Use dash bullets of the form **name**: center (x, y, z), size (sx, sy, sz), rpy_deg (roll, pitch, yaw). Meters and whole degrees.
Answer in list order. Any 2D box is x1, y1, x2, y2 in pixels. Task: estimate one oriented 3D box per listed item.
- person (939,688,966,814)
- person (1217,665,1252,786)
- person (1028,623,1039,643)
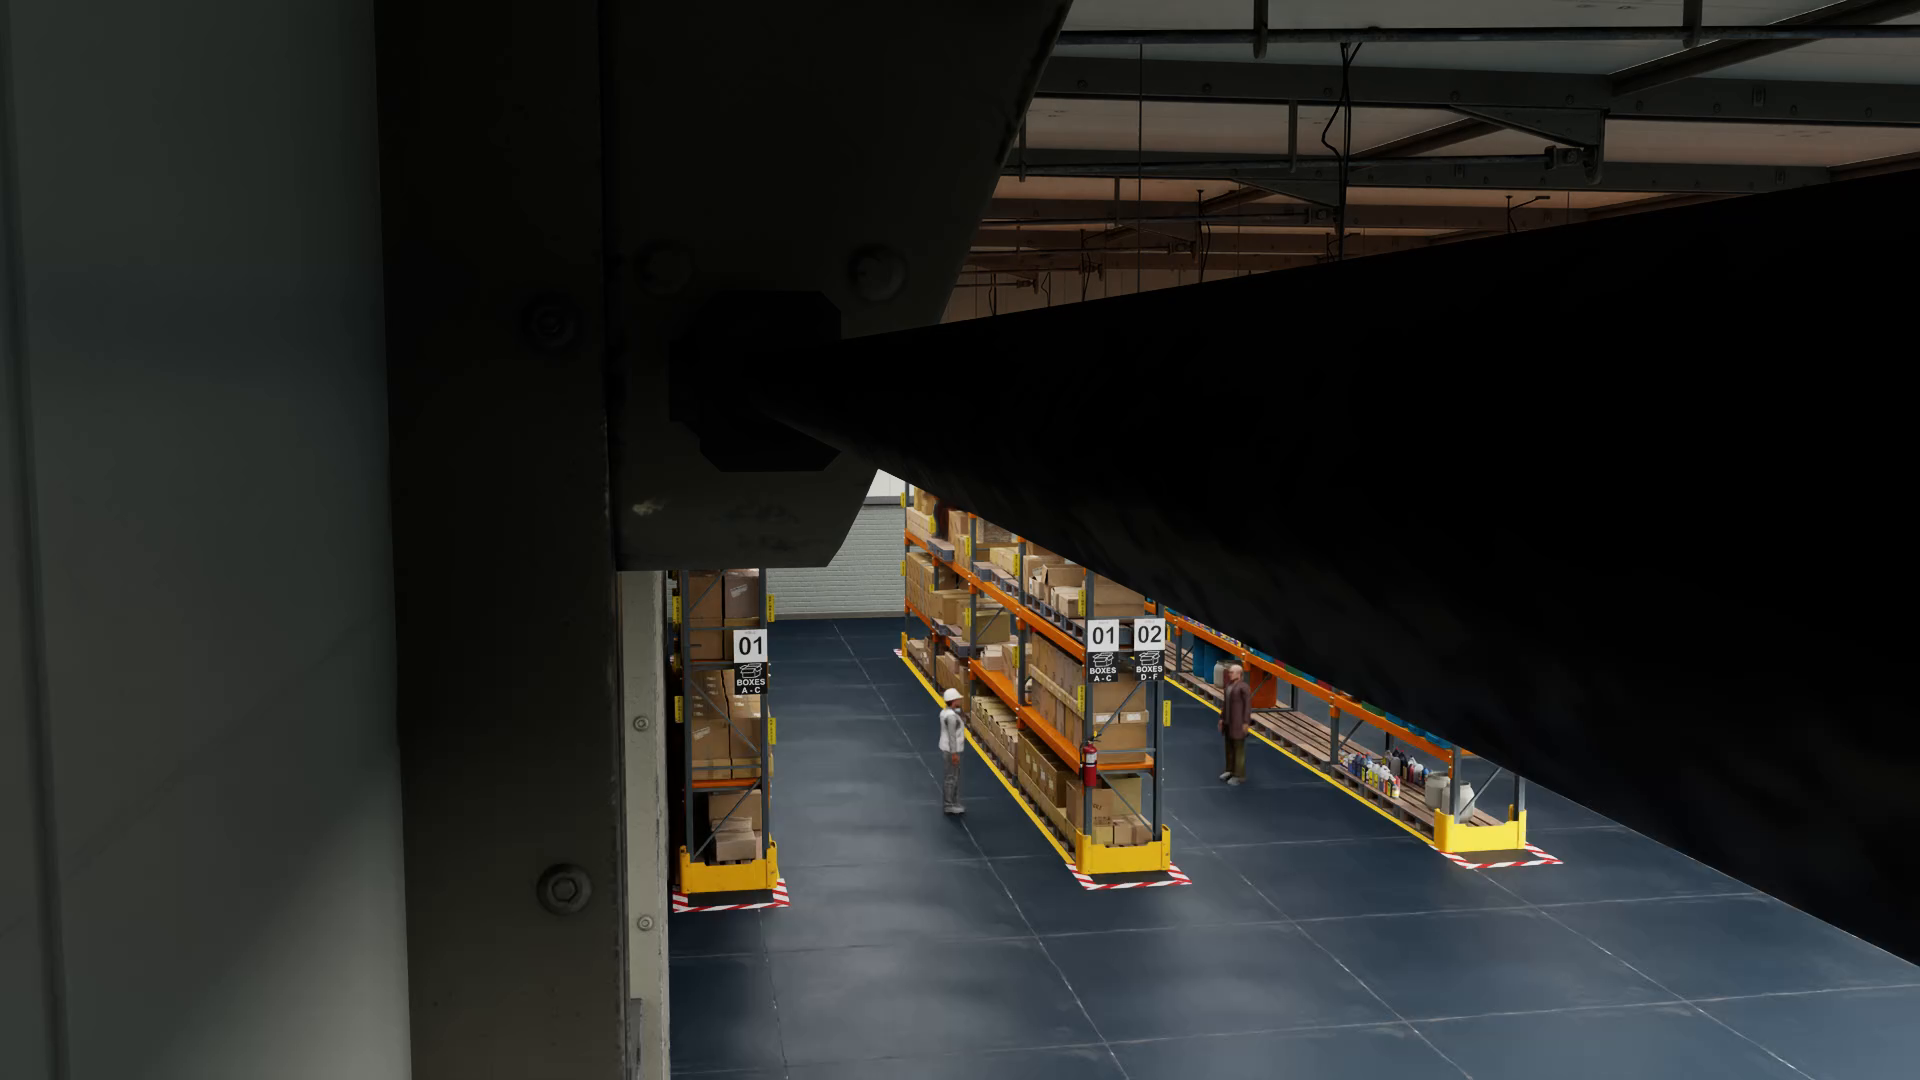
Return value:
- **person**: center (-0.089, 3.016, 23.697), size (0.408, 1.817, 0.601), rpy_deg (-1, 6, -6)
- **person**: center (4.166, 2.809, 25.467), size (0.422, 1.802, 0.624), rpy_deg (-2, 6, -23)
- **person**: center (1.597, 2.065, 32.570), size (0.659, 1.720, 0.626), rpy_deg (0, 6, -3)
